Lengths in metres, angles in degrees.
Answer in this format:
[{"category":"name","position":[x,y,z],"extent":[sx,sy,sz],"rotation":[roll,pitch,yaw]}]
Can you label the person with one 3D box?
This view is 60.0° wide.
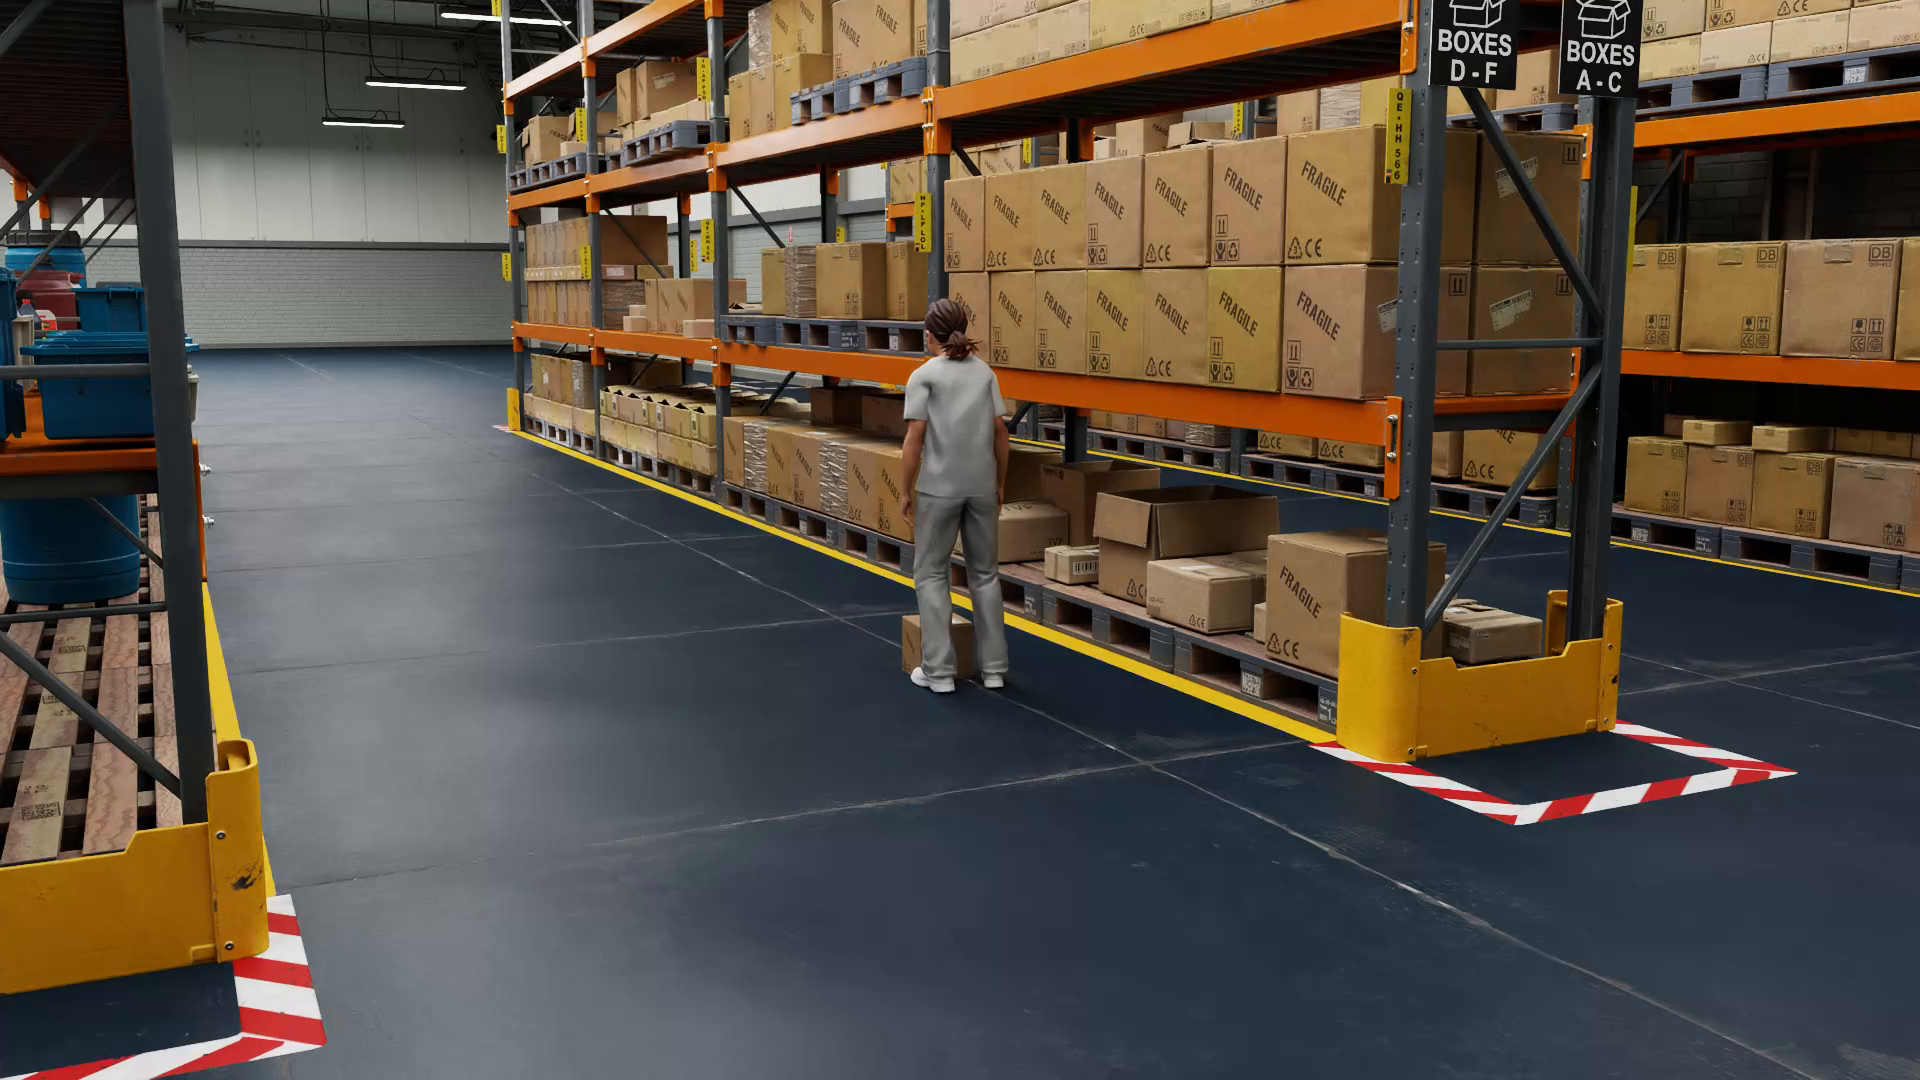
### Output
[{"category":"person","position":[-0.018,-0.190,7.110],"extent":[0.514,1.671,0.364],"rotation":[-3,9,-22]}]
